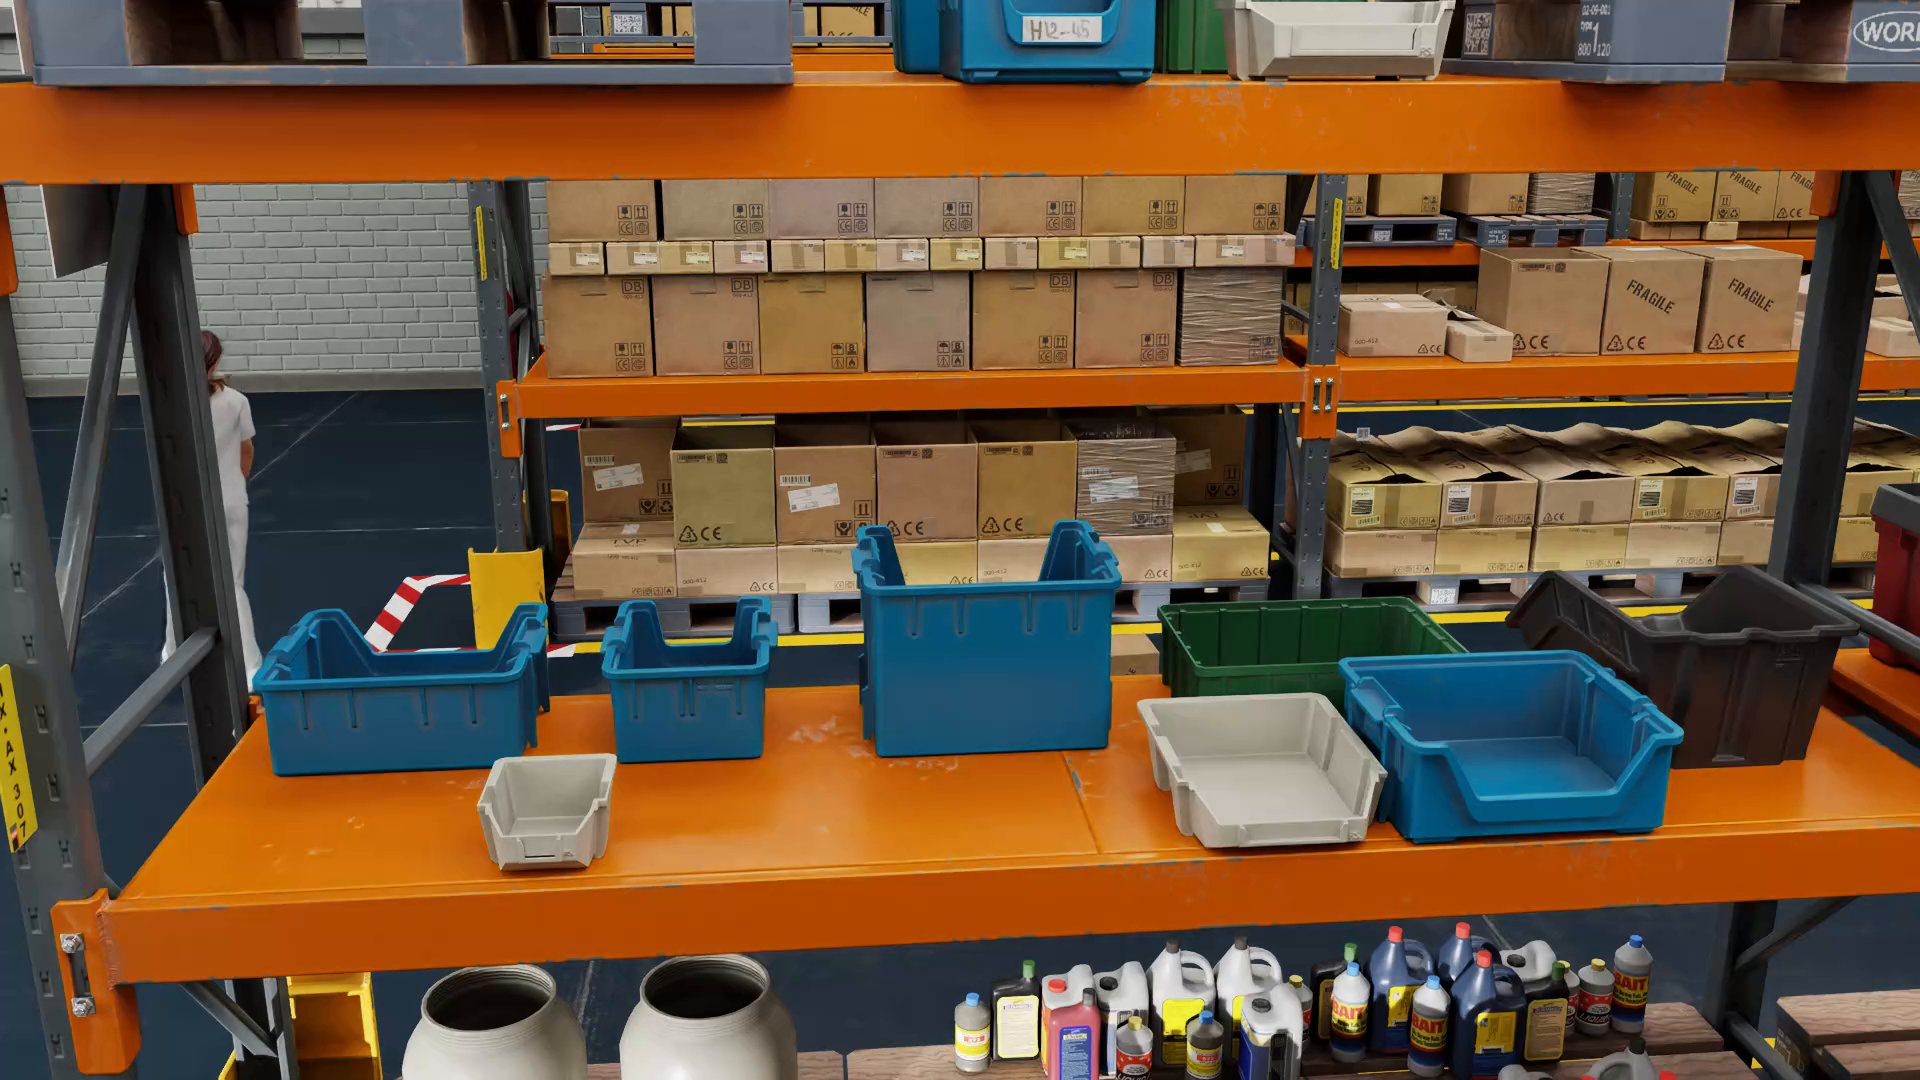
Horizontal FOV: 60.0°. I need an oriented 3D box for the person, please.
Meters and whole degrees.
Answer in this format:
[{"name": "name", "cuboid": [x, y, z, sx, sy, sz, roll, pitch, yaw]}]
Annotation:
[{"name": "person", "cuboid": [-3.383, -0.137, 7.501, 0.494, 1.626, 0.926, -15, 22, -40]}]
